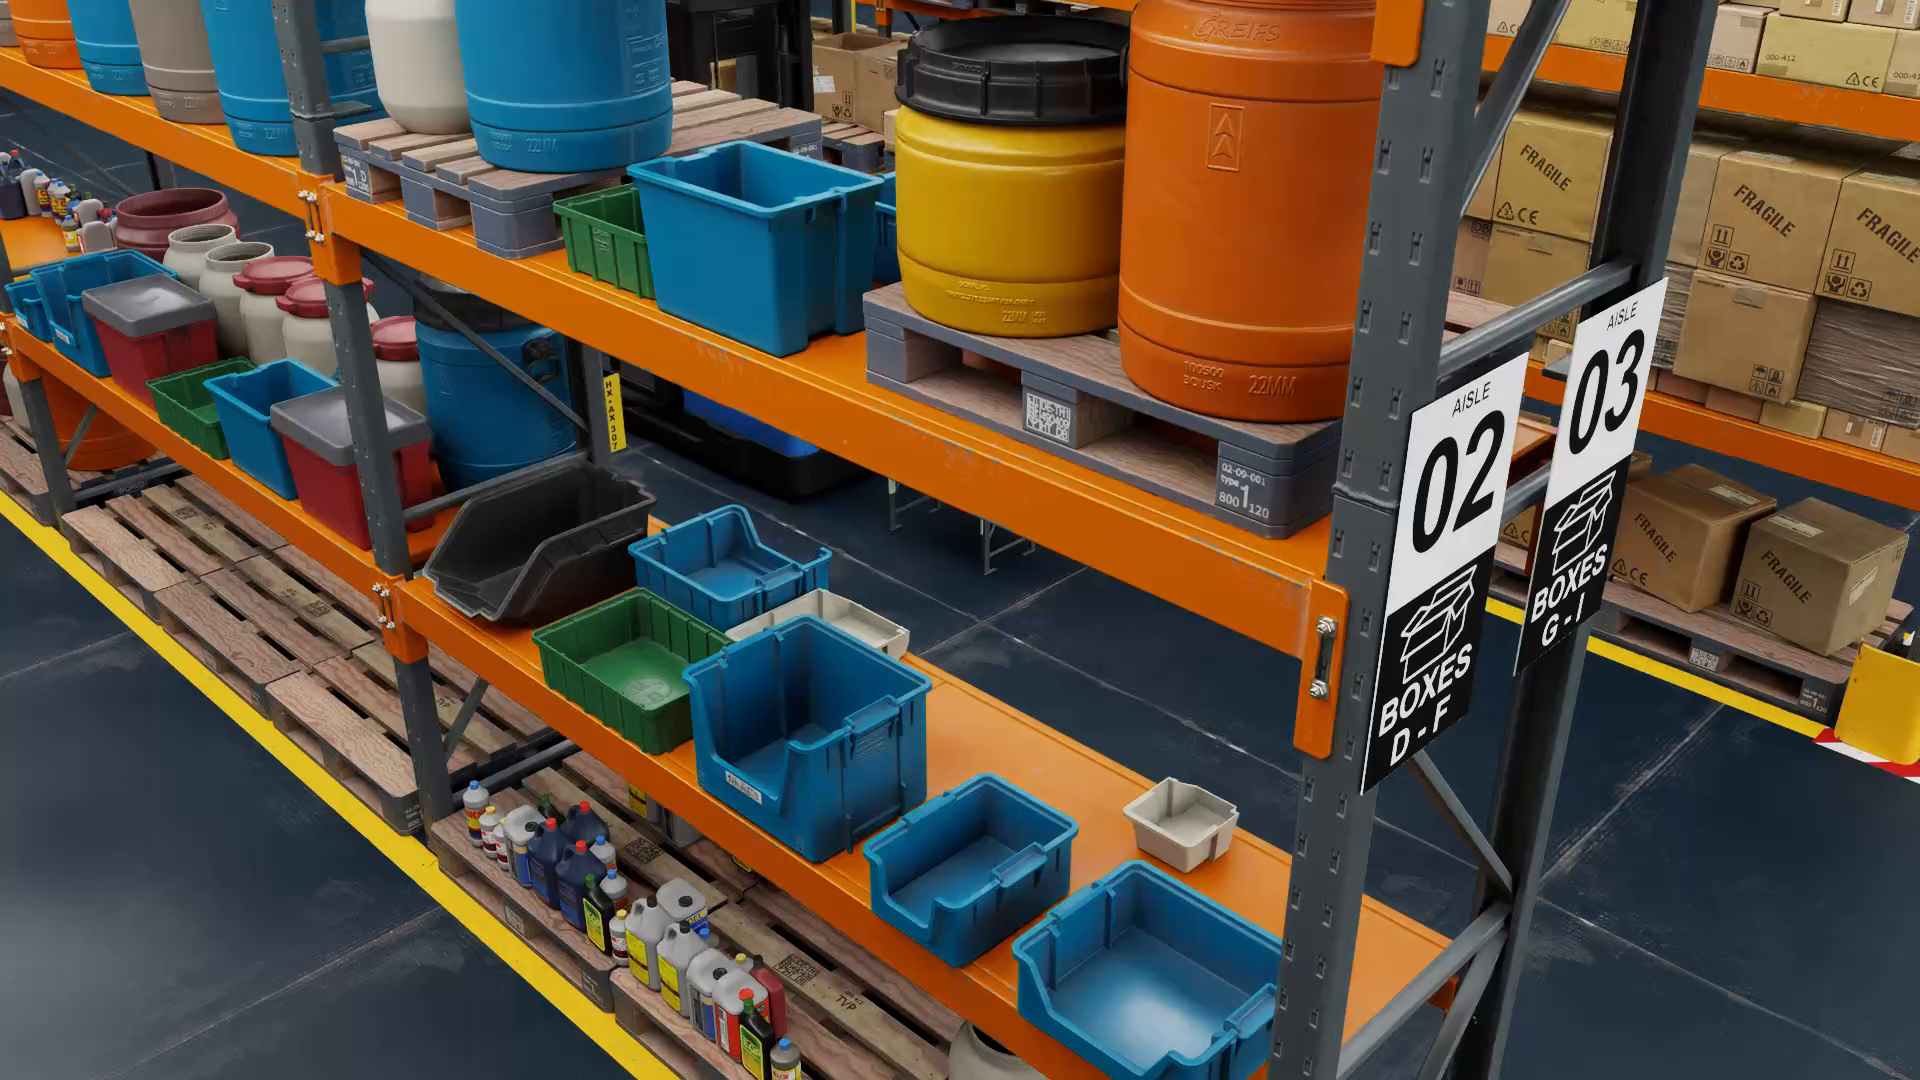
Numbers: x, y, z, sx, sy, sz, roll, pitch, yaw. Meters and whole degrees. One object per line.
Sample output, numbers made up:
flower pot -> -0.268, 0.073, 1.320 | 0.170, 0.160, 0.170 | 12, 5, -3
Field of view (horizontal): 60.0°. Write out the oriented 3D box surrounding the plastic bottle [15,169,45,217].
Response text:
plastic bottle -> -5.718, -2.157, 10.262 | 0.135, 0.276, 0.152 | 25, 36, 38

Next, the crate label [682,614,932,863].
crate label -> -0.445, 0.573, 4.899 | 0.616, 0.435, 0.502 | 25, 36, 38

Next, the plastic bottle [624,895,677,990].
plastic bottle -> -1.073, 1.373, 5.789 | 0.185, 0.351, 0.144 | 24, 36, 38

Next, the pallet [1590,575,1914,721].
pallet -> 3.921, 0.388, 8.285 | 1.213, 0.211, 1.003 | 25, 36, 38

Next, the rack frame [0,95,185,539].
rack frame -> -4.647, -1.511, 8.900 | 0.127, 3.000, 1.000 | 25, 36, 38

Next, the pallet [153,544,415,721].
pallet -> -3.257, 0.387, 8.287 | 1.213, 0.211, 1.003 | 25, 36, 38

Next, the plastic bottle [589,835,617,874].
plastic bottle -> -1.322, 1.215, 6.174 | 0.097, 0.271, 0.097 | 0, 28, 0

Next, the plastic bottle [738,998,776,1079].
plastic bottle -> -0.656, 1.621, 5.390 | 0.061, 0.283, 0.133 | -24, 36, -38

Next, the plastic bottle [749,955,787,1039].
plastic bottle -> -0.646, 1.526, 5.570 | 0.133, 0.283, 0.061 | 25, 36, 38

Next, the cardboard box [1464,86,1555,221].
cardboard box -> 2.534, -1.911, 8.159 | 0.500, 0.500, 0.500 | 25, 36, 38

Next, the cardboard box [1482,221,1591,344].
cardboard box -> 3.041, -1.377, 8.218 | 0.500, 0.500, 0.875 | 25, 36, 38

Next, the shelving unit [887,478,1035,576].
shelving unit -> 0.005, -0.662, 8.897 | 0.755, 1.500, 0.431 | 25, 36, 38

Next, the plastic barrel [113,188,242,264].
plastic barrel -> -4.104, -1.520, 8.772 | 0.708, 0.536, 0.600 | 25, 36, 38

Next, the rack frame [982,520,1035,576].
rack frame -> 0.266, -0.542, 8.670 | 0.023, 1.500, 0.400 | 25, 36, 38

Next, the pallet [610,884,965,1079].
pallet -> -0.471, 1.660, 5.867 | 1.213, 0.211, 1.003 | 25, 36, 38

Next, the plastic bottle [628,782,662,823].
plastic bottle -> -1.235, 0.934, 6.624 | 0.185, 0.351, 0.144 | 25, 36, 38

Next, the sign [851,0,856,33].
sign -> -0.801, -3.815, 12.124 | 0.005, 0.325, 0.100 | 25, 36, 38

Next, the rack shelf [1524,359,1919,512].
rack shelf -> 3.103, -0.878, 8.471 | 4.000, 0.370, 1.077 | 25, 36, 38

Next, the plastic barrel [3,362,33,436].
plastic barrel -> -5.474, -0.904, 9.968 | 0.421, 0.512, 0.421 | 0, 28, 0

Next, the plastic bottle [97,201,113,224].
plastic bottle -> -4.932, -1.830, 9.633 | 0.133, 0.283, 0.061 | 25, 36, 38

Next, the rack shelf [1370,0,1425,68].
rack shelf -> -0.369, -1.713, 4.041 | 4.000, 0.370, 1.077 | 25, 36, 38

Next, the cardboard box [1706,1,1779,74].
cardboard box -> 3.290, -2.211, 7.169 | 0.500, 0.250, 0.500 | -24, 36, -38

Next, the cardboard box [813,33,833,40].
cardboard box -> -1.437, -5.550, 18.554 | 0.380, 0.149, 0.250 | -24, 36, -38

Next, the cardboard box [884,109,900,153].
cardboard box -> -0.141, -2.651, 10.778 | 0.500, 0.250, 0.500 | 23, 36, 37

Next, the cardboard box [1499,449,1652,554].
cardboard box -> 3.213, -0.227, 8.694 | 0.500, 0.500, 0.500 | -21, 34, -35

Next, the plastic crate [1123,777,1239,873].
plastic crate -> 0.645, 0.817, 4.756 | 0.250, 0.136, 0.298 | 25, 36, 38

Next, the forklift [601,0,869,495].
forklift -> -1.643, -2.137, 10.164 | 3.031, 2.935, 1.130 | 24, 36, 38

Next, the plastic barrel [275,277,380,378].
plastic barrel -> -2.847, -0.890, 7.574 | 0.433, 0.535, 0.433 | 0, 28, 0

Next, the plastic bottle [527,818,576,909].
plastic bottle -> -1.510, 1.173, 6.170 | 0.144, 0.351, 0.185 | -24, 36, -38

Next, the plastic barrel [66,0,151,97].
plastic barrel -> -3.243, -2.276, 6.594 | 0.708, 0.901, 0.600 | 25, 36, 38

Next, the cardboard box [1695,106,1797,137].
cardboard box -> 3.619, -1.761, 7.874 | 0.500, 0.500, 0.500 | 25, 36, 38

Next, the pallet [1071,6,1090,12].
pallet -> 1.792, -4.880, 15.514 | 1.003, 0.211, 1.213 | 25, 36, 38

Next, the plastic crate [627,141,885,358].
plastic crate -> -0.514, -0.743, 4.235 | 0.575, 0.384, 0.392 | 25, 36, 38

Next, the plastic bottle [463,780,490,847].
plastic bottle -> -1.875, 1.057, 6.476 | 0.097, 0.271, 0.097 | 0, 28, 0

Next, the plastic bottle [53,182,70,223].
plastic bottle -> -5.382, -2.019, 10.005 | 0.097, 0.271, 0.097 | 0, 28, 0

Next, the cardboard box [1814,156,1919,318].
cardboard box -> 3.964, -1.260, 6.922 | 0.500, 0.500, 0.500 | 25, 36, 38

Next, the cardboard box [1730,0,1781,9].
cardboard box -> 3.453, -2.342, 6.991 | 0.380, 0.149, 0.250 | -25, 37, -39

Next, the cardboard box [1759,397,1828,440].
cardboard box -> 3.789, -0.604, 7.445 | 0.250, 0.149, 0.380 | 25, 36, 38

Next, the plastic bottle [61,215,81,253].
plastic bottle -> -5.133, -1.775, 9.616 | 0.097, 0.201, 0.097 | 0, 28, 0

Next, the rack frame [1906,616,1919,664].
rack frame -> 4.530, -0.544, 7.062 | 0.127, 3.000, 1.000 | 25, 36, 38

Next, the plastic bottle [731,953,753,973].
plastic bottle -> -0.745, 1.505, 5.698 | 0.097, 0.201, 0.097 | 0, 28, 0

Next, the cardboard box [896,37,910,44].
cardboard box -> -0.578, -5.441, 18.348 | 0.380, 0.149, 0.250 | -24, 36, -37

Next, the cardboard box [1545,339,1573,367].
cardboard box -> 3.038, -0.912, 8.032 | 0.250, 0.149, 0.380 | 25, 36, 38

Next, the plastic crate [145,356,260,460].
plastic crate -> -3.235, -0.587, 7.370 | 0.662, 0.188, 0.450 | 25, 36, 38

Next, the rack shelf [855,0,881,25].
rack shelf -> -1.904, -6.407, 18.985 | 4.000, 0.370, 1.077 | 25, 36, 38

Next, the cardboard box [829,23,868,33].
cardboard box -> -1.274, -5.805, 19.039 | 0.380, 0.149, 0.250 | -24, 36, -38

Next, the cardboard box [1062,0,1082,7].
cardboard box -> 1.166, -5.099, 15.542 | 0.250, 0.149, 0.380 | 24, 36, 38

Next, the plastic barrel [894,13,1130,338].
plastic barrel -> 0.155, -0.827, 3.724 | 0.600, 0.588, 0.600 | 0, 28, 0
